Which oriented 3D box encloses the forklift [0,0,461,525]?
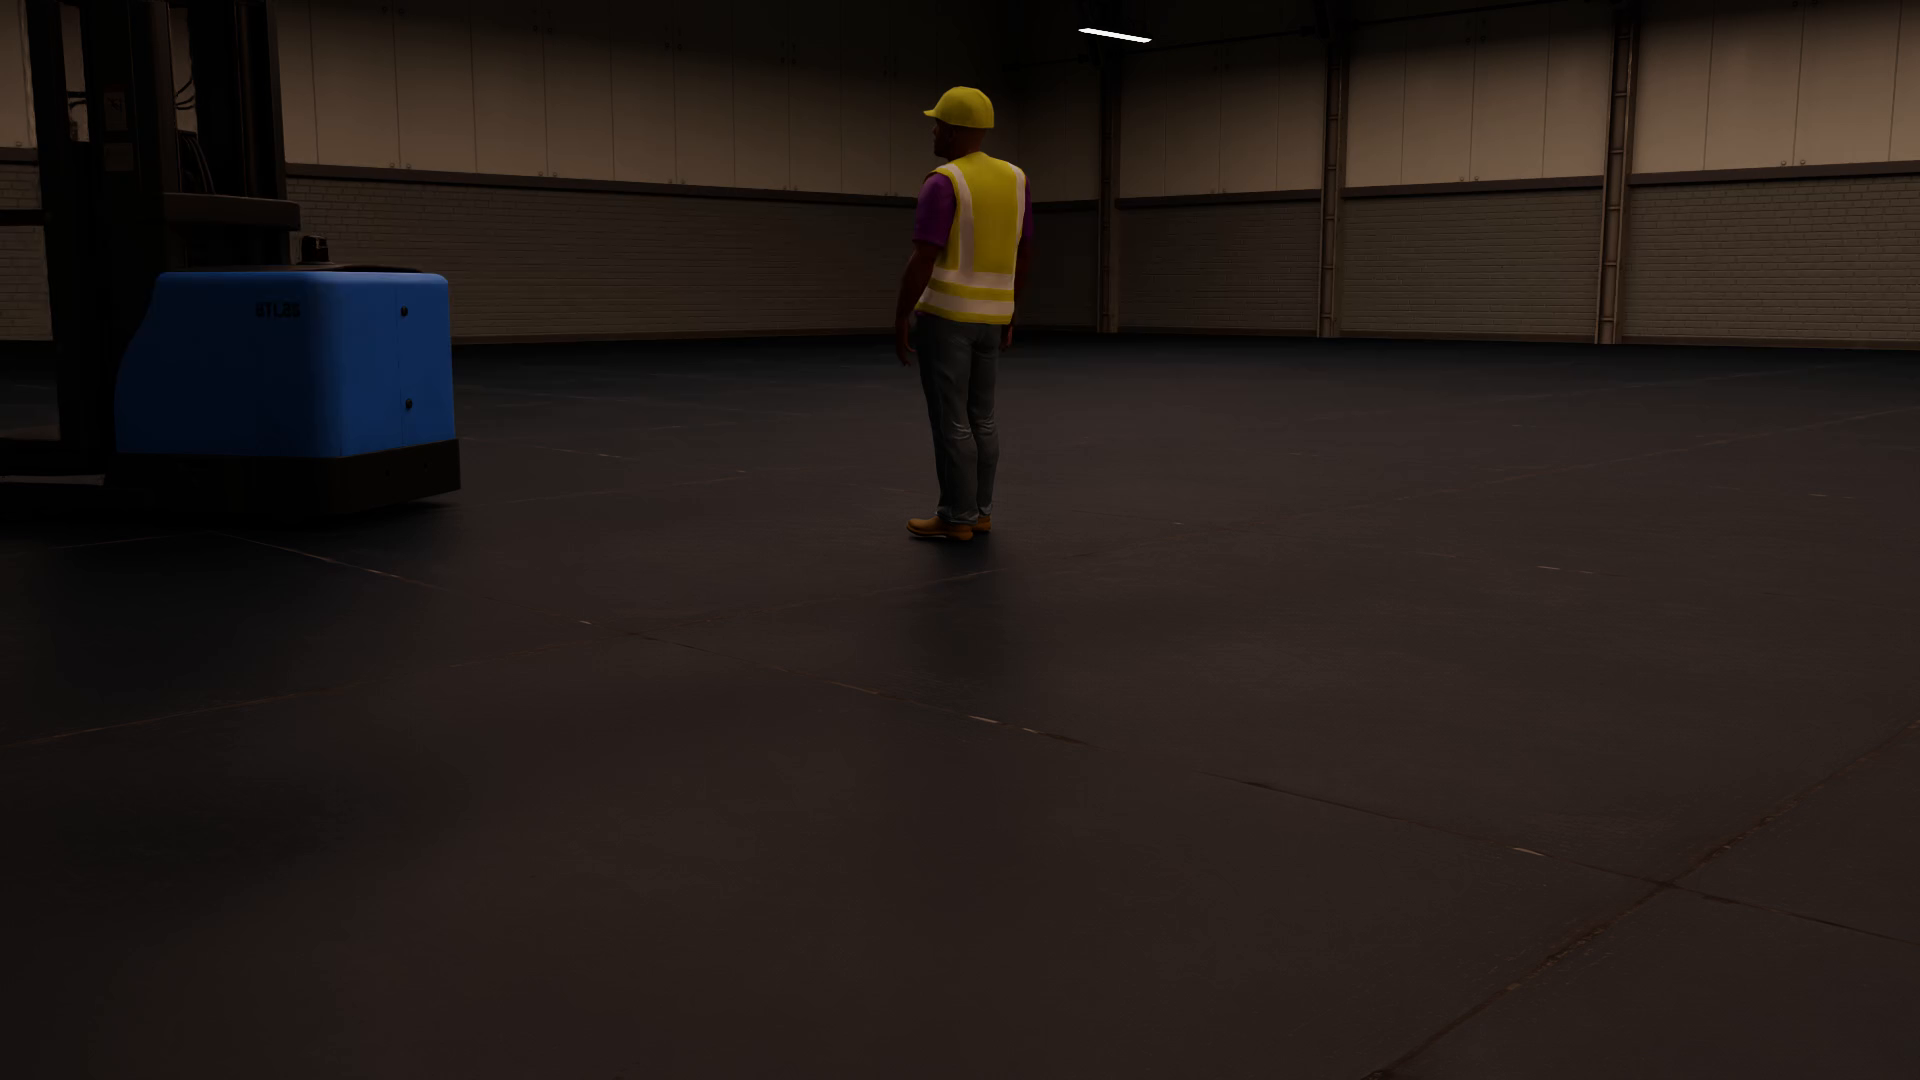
[{"bbox_3d":[-3.921,-1.604,7.528,3.031,2.935,1.130,2,9,14],"label":"forklift"}]

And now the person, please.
[{"bbox_3d":[-0.047,-0.888,6.637,0.575,1.768,0.666,8,12,43],"label":"person"}]
